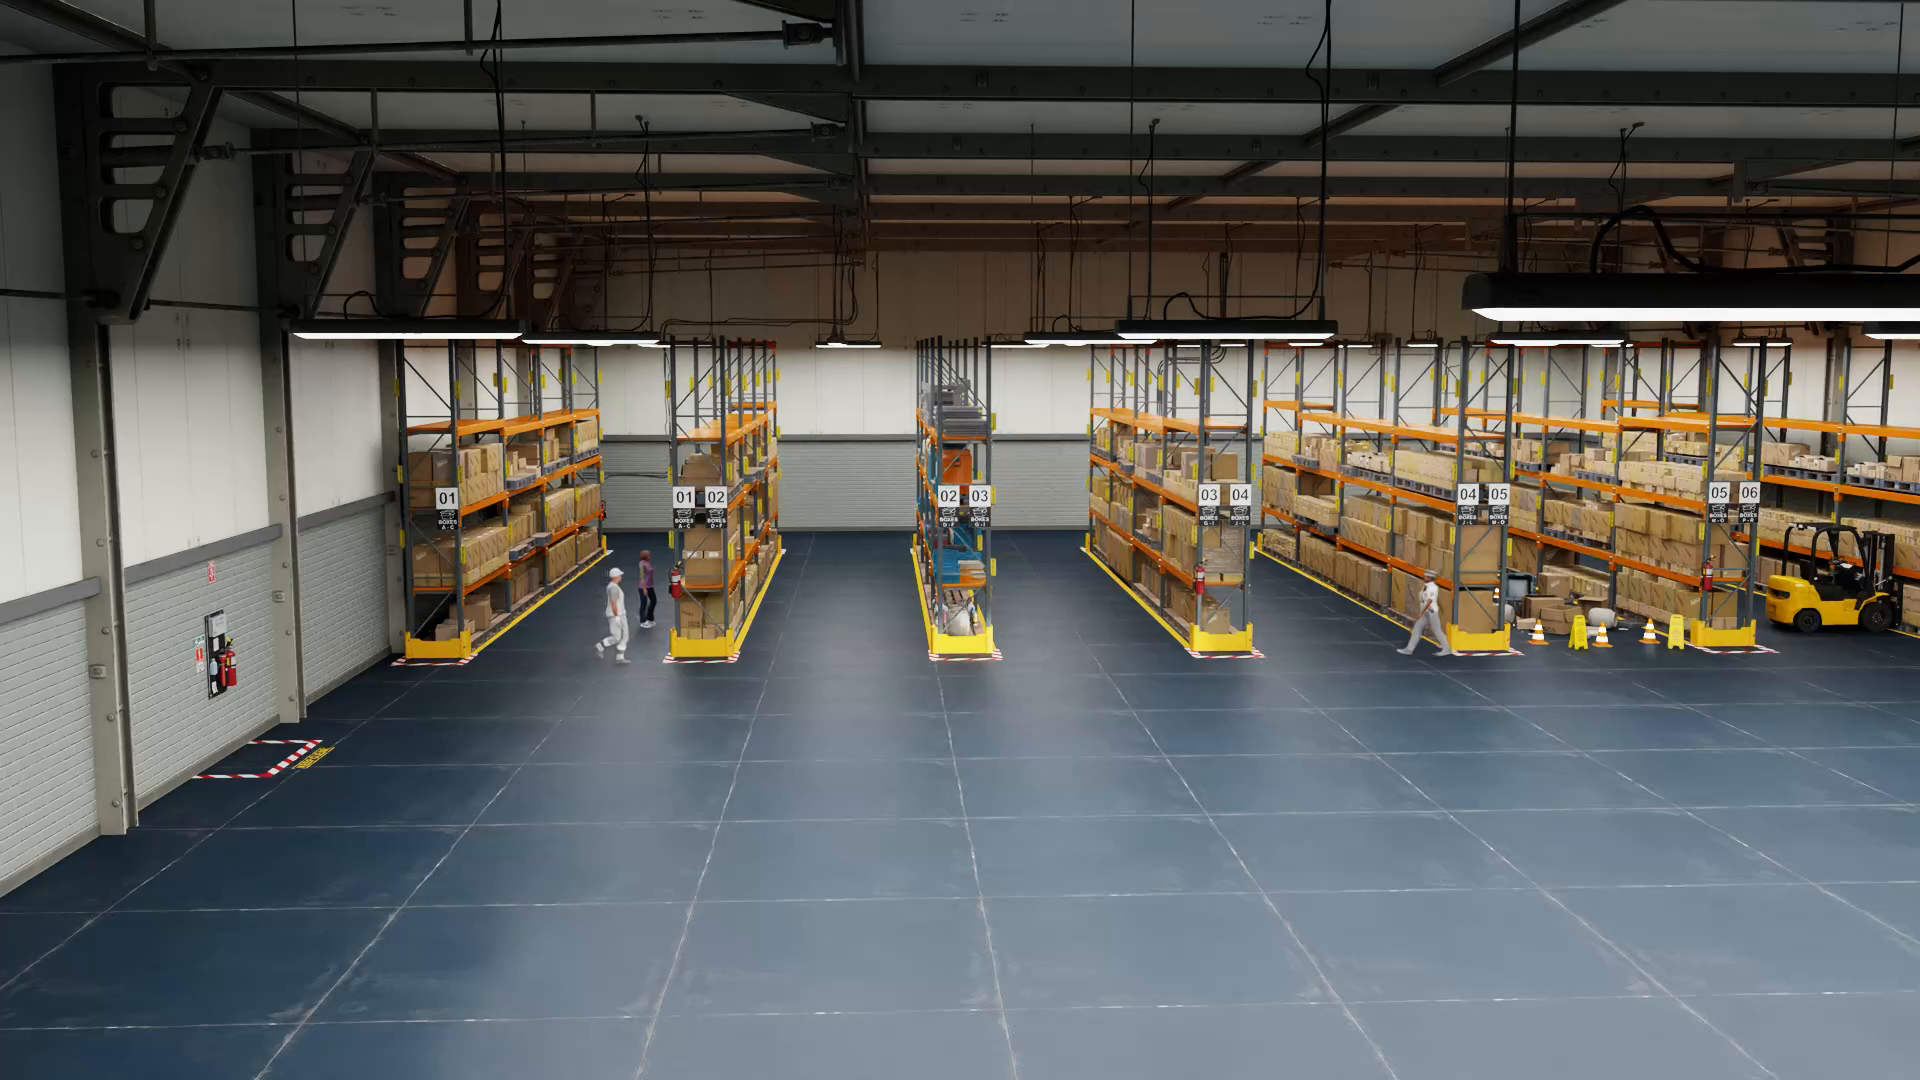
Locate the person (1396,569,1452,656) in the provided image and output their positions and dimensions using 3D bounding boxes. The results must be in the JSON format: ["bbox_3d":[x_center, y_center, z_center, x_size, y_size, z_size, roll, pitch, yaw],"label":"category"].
[{"bbox_3d":[8.730,1.364,31.188,0.966,1.614,0.500,-1,7,-6],"label":"person"}]

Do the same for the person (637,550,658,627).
[{"bbox_3d":[-6.531,1.026,34.561,0.355,1.643,0.421,3,7,26],"label":"person"}]

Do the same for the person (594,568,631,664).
[{"bbox_3d":[-6.352,1.390,30.372,0.661,1.762,0.487,2,7,19],"label":"person"}]
